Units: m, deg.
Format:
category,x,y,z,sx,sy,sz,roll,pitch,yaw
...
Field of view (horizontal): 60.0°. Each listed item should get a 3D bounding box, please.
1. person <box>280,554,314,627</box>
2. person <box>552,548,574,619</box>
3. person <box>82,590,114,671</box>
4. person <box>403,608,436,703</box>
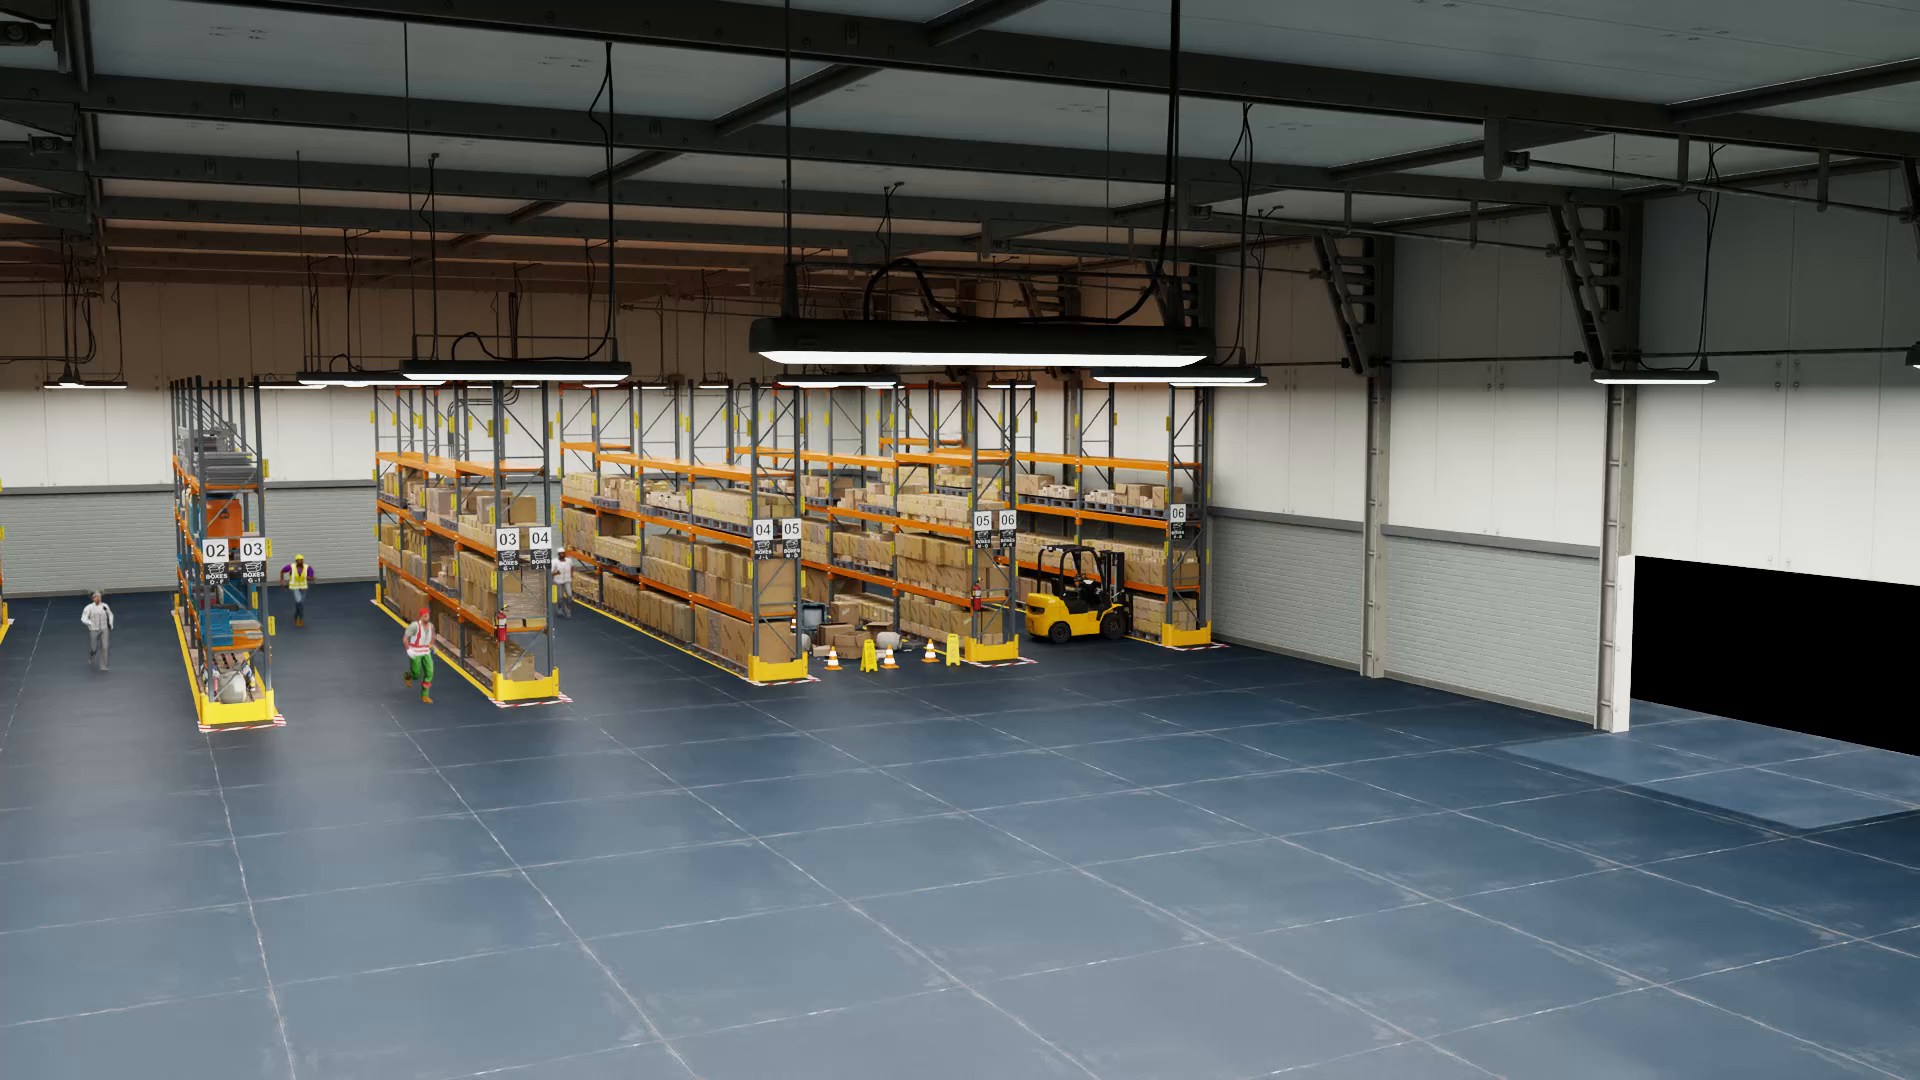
category,x,y,z,sx,sy,sz,roll,pitch,yaw
person,-16.216,1.231,40.758,0.729,1.789,0.839,-4,6,-35
person,-10.087,1.100,42.212,0.672,1.823,0.762,-2,6,-25
person,-17.756,1.847,34.287,0.623,1.656,0.727,-4,7,-40
person,-10.056,2.124,30.912,0.895,1.758,0.662,4,7,41
